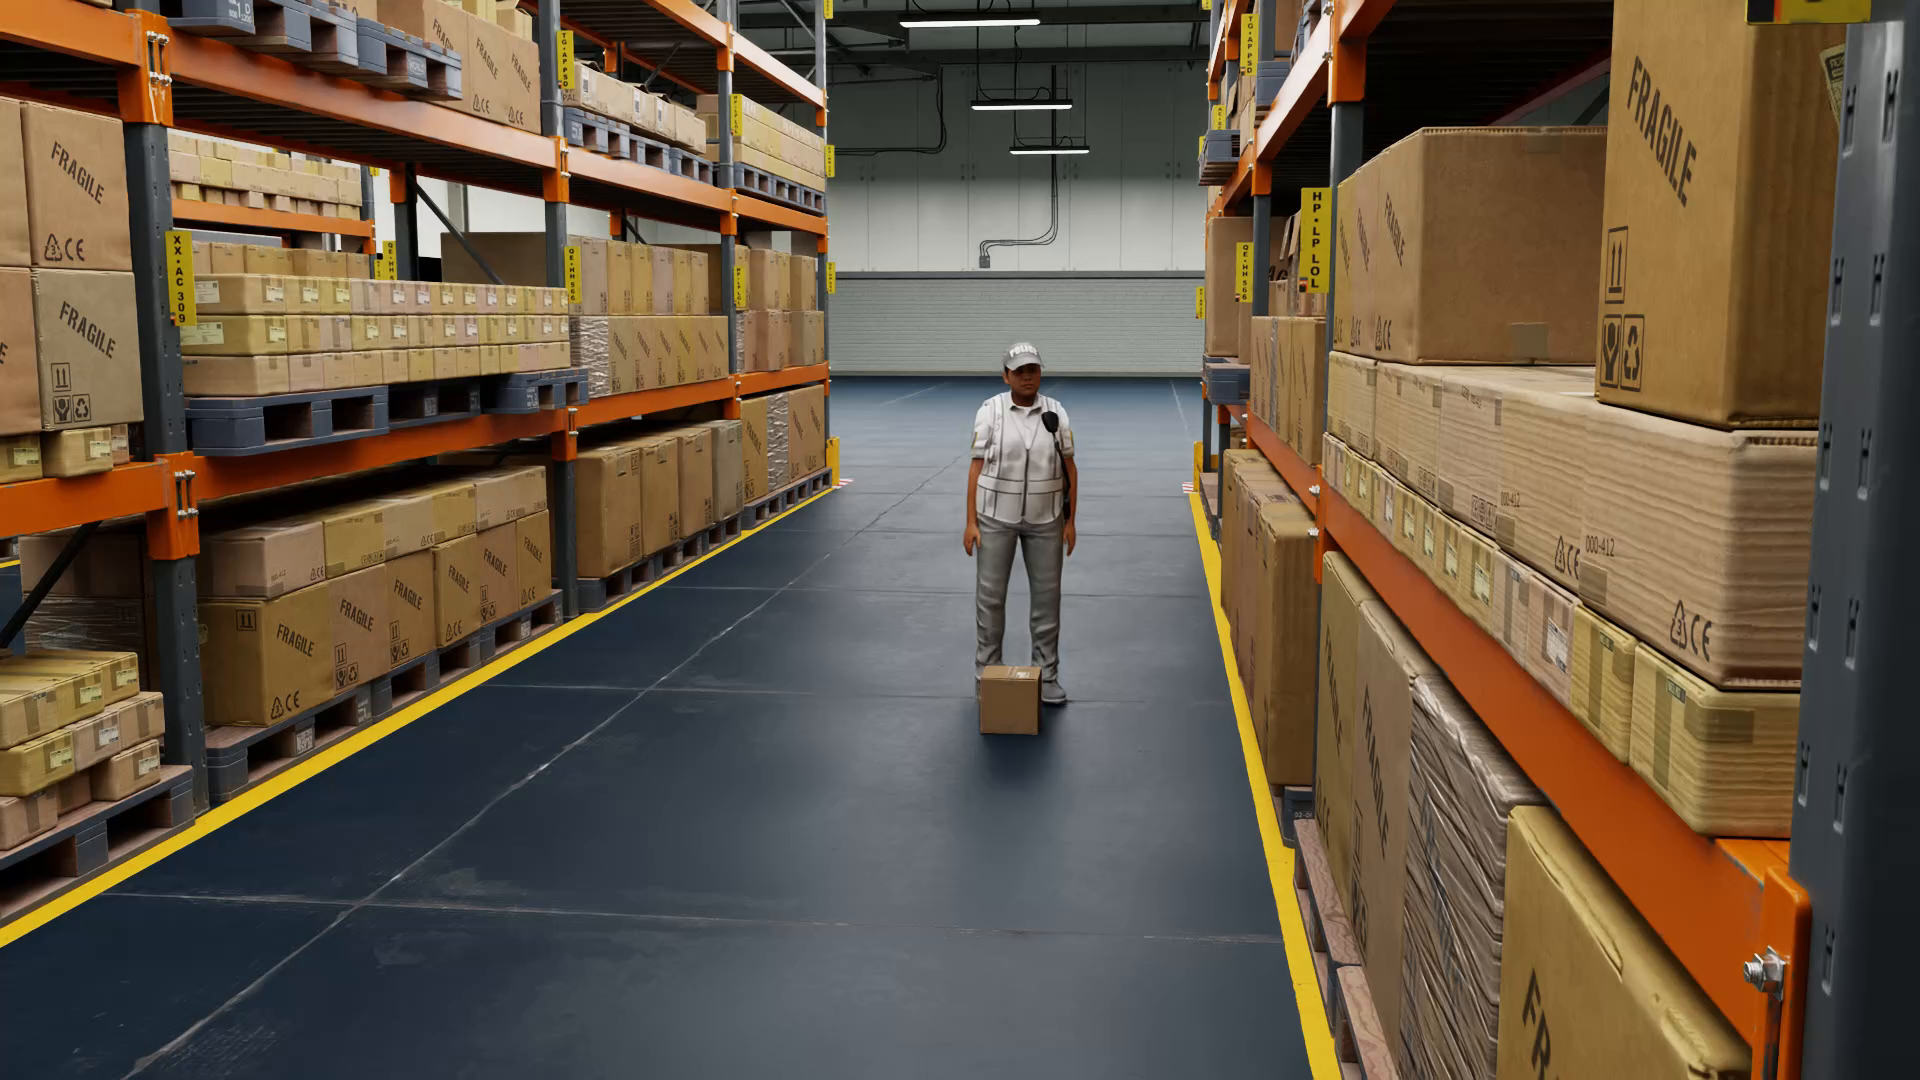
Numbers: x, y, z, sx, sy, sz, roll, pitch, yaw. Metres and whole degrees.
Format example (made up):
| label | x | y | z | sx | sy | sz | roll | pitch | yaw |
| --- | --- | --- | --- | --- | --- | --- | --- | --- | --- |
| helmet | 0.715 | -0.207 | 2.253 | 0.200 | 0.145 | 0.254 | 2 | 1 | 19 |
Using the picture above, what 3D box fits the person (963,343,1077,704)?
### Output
| label | x | y | z | sx | sy | sz | roll | pitch | yaw |
| --- | --- | --- | --- | --- | --- | --- | --- | --- | --- |
| person | 0.281 | -0.077 | 7.718 | 0.533 | 1.669 | 0.391 | 0 | 8 | -3 |
